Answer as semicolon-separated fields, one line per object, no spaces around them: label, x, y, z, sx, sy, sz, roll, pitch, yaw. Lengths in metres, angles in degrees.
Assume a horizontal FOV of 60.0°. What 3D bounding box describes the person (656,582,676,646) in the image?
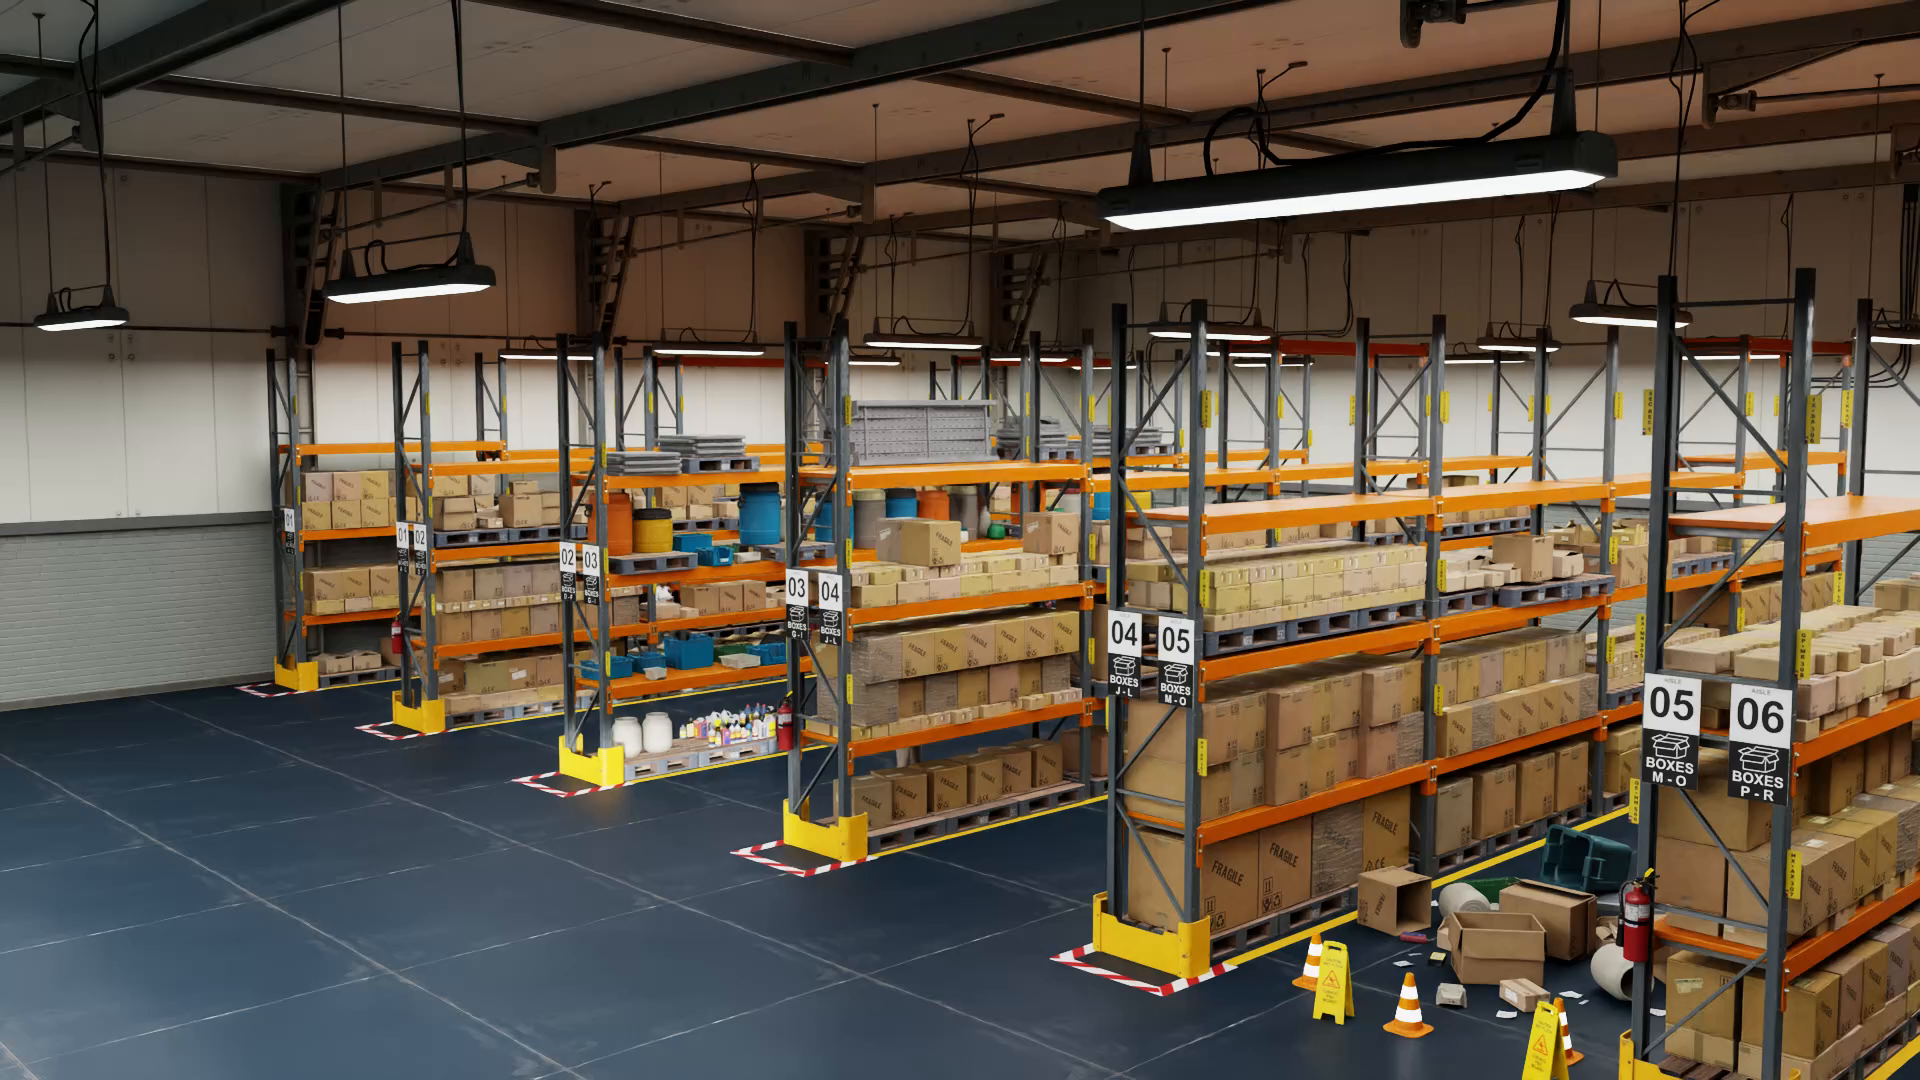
person;-5.819;1.512;32.811;0.537;1.735;0.412;-1;5;-15

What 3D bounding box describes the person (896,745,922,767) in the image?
person;-0.721;2.374;22.290;0.434;1.726;0.591;3;6;33
